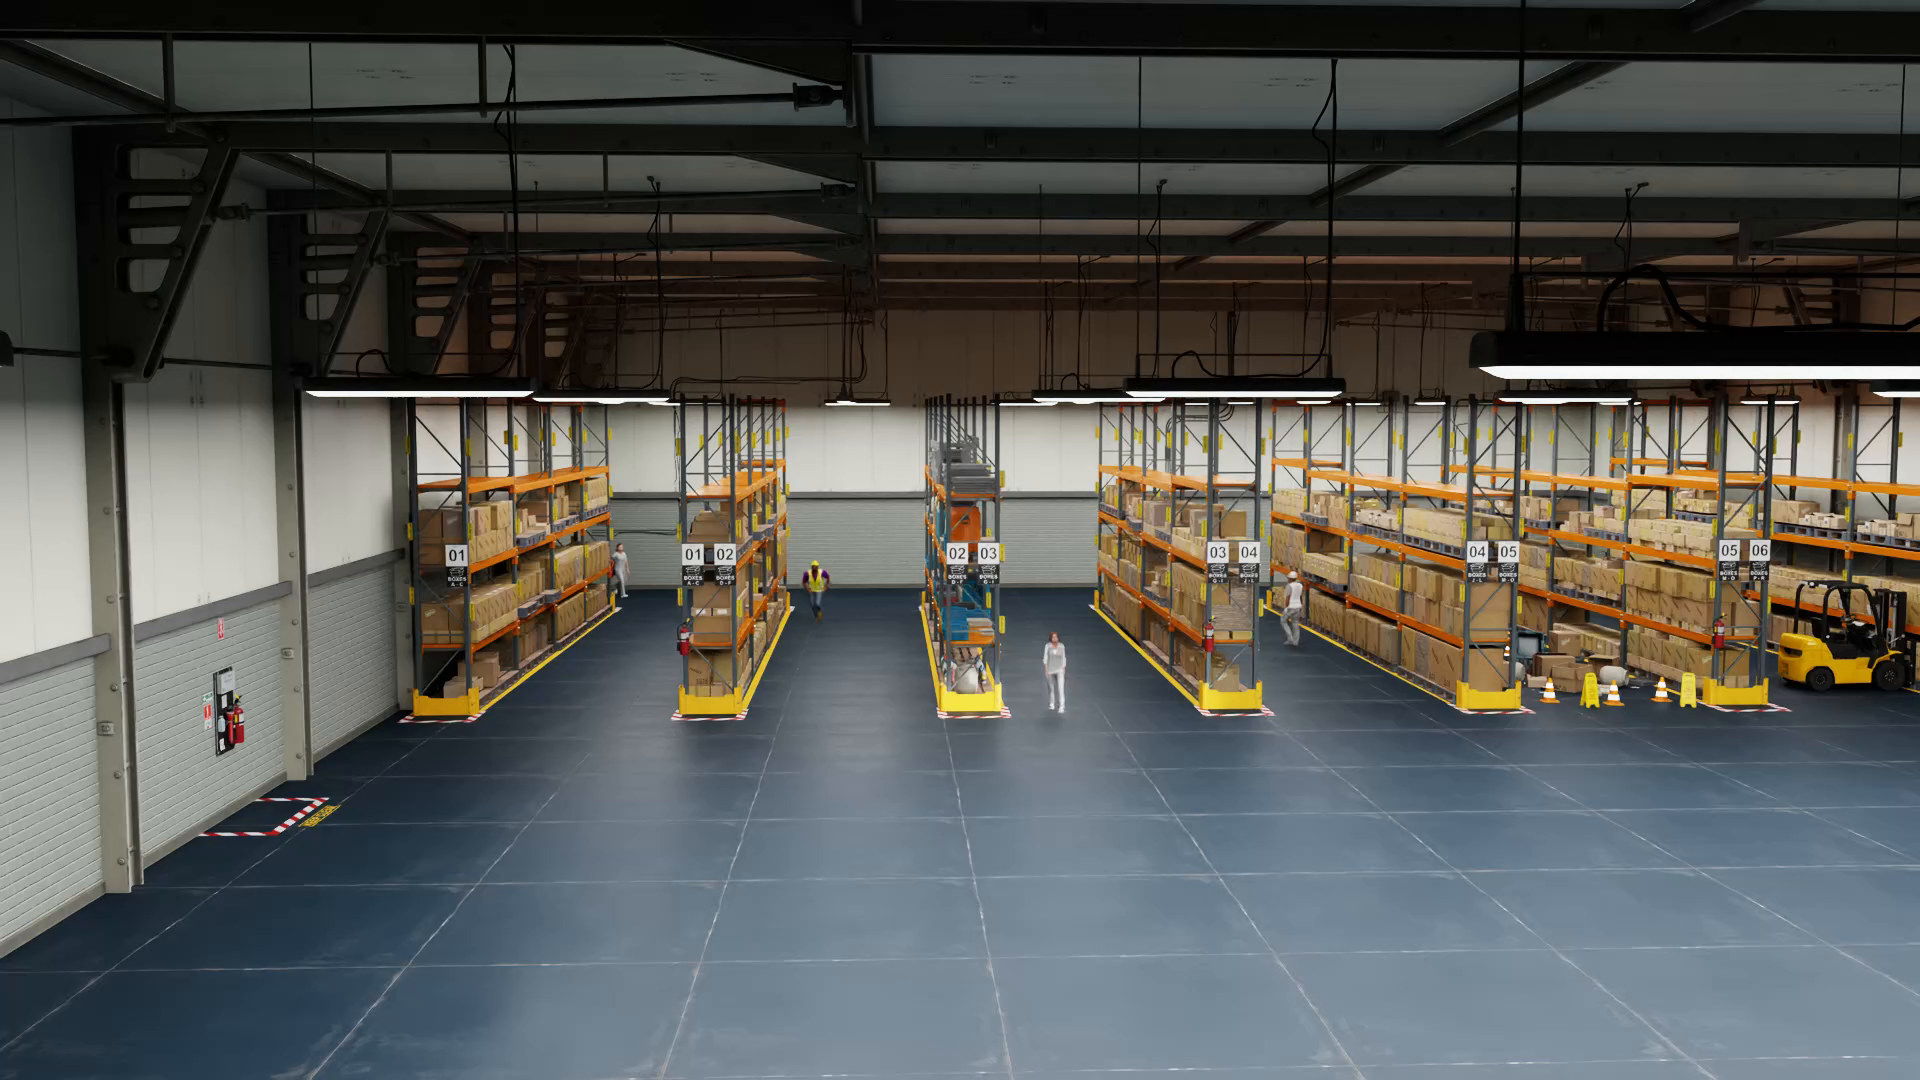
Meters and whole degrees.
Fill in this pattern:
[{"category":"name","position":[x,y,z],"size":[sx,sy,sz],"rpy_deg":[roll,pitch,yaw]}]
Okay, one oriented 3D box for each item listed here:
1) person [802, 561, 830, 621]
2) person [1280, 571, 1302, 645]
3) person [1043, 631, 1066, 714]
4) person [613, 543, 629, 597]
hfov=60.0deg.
[{"category":"person","position":[-3.859,1.370,44.585],"size":[0.710,1.666,0.696],"rpy_deg":[1,5,7]},{"category":"person","position":[8.047,1.652,40.280],"size":[0.604,1.789,0.401],"rpy_deg":[-3,6,-37]},{"category":"person","position":[1.782,2.474,31.211],"size":[0.437,1.538,0.991],"rpy_deg":[1,5,8]},{"category":"person","position":[-10.330,0.909,50.399],"size":[0.811,1.638,0.458],"rpy_deg":[4,6,40]}]
